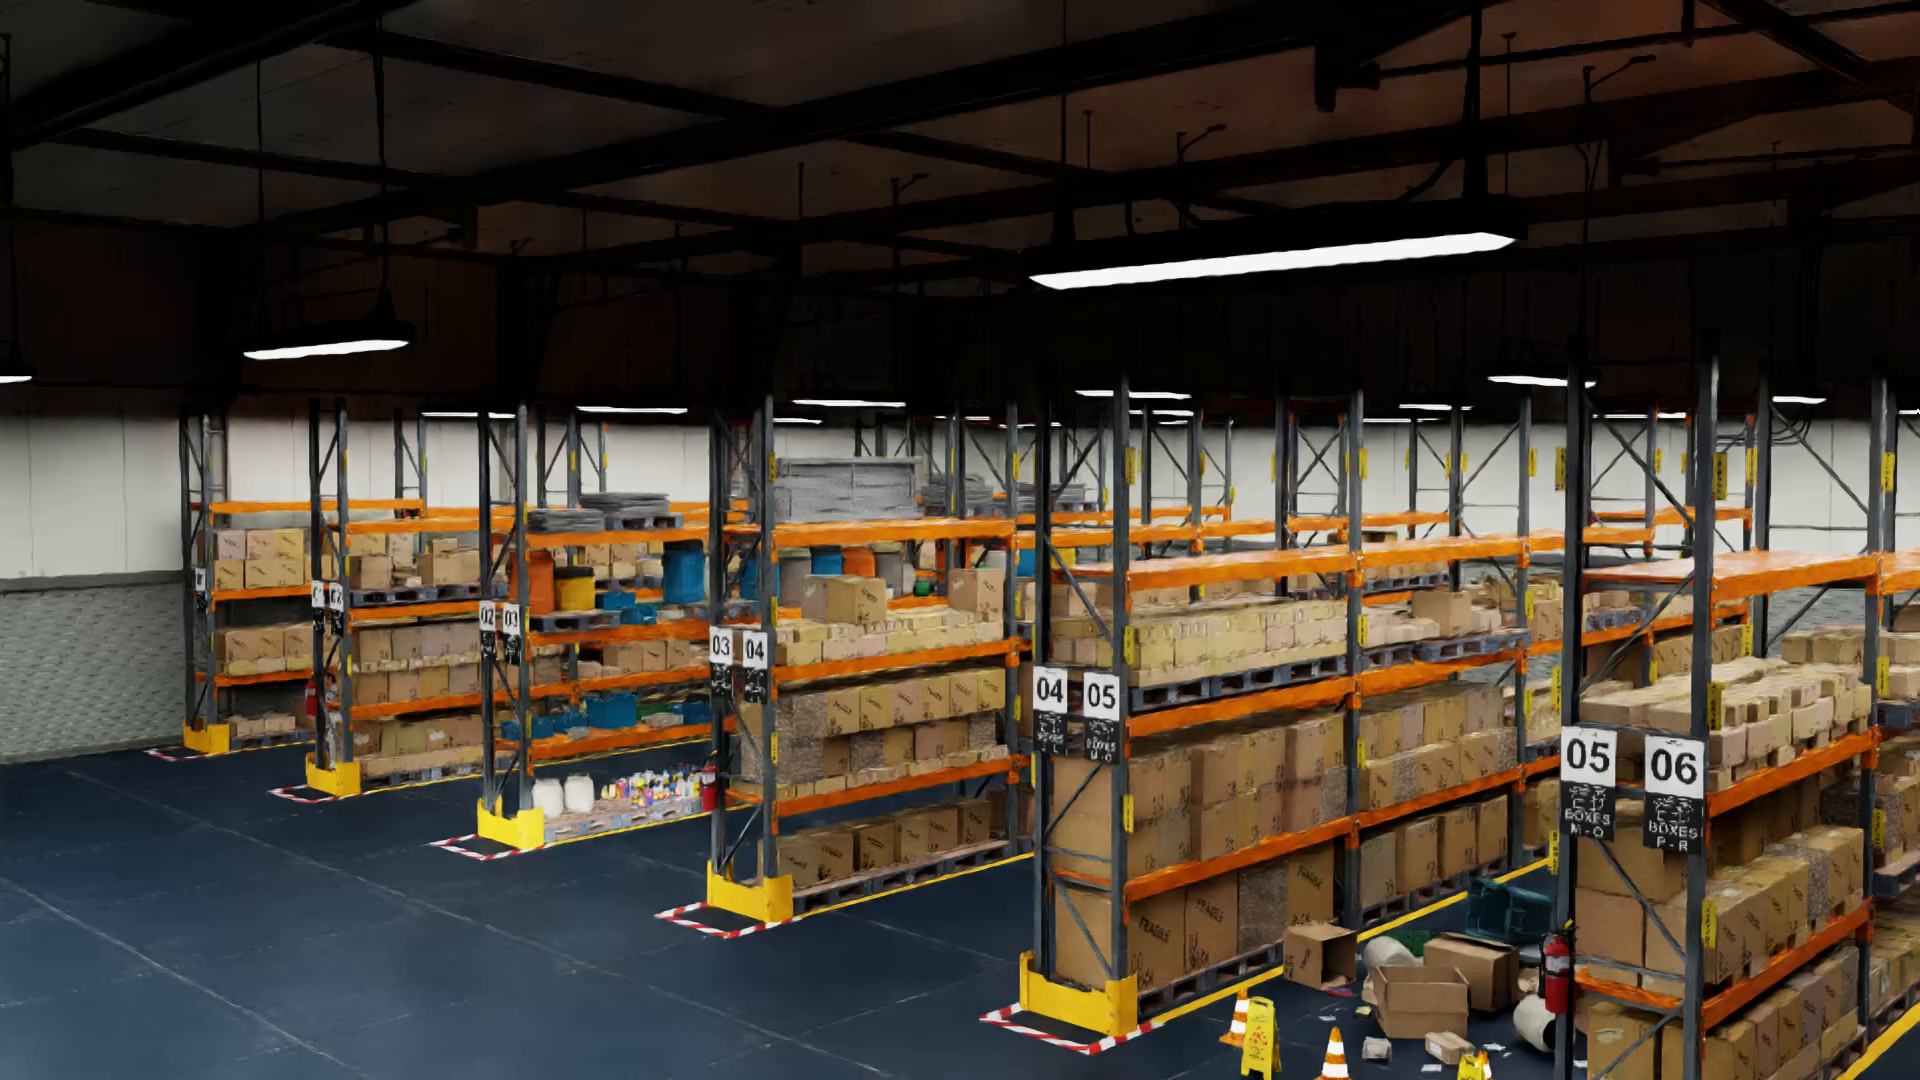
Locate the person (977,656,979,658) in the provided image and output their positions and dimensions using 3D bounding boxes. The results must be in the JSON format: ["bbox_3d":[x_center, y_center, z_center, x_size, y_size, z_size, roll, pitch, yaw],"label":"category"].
[{"bbox_3d":[0.405,2.730,30.678,0.489,1.588,1.075,3,4,42],"label":"person"}]

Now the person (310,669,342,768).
[{"bbox_3d":[-10.276,2.909,27.377,0.609,1.601,0.817,2,3,27],"label":"person"}]
